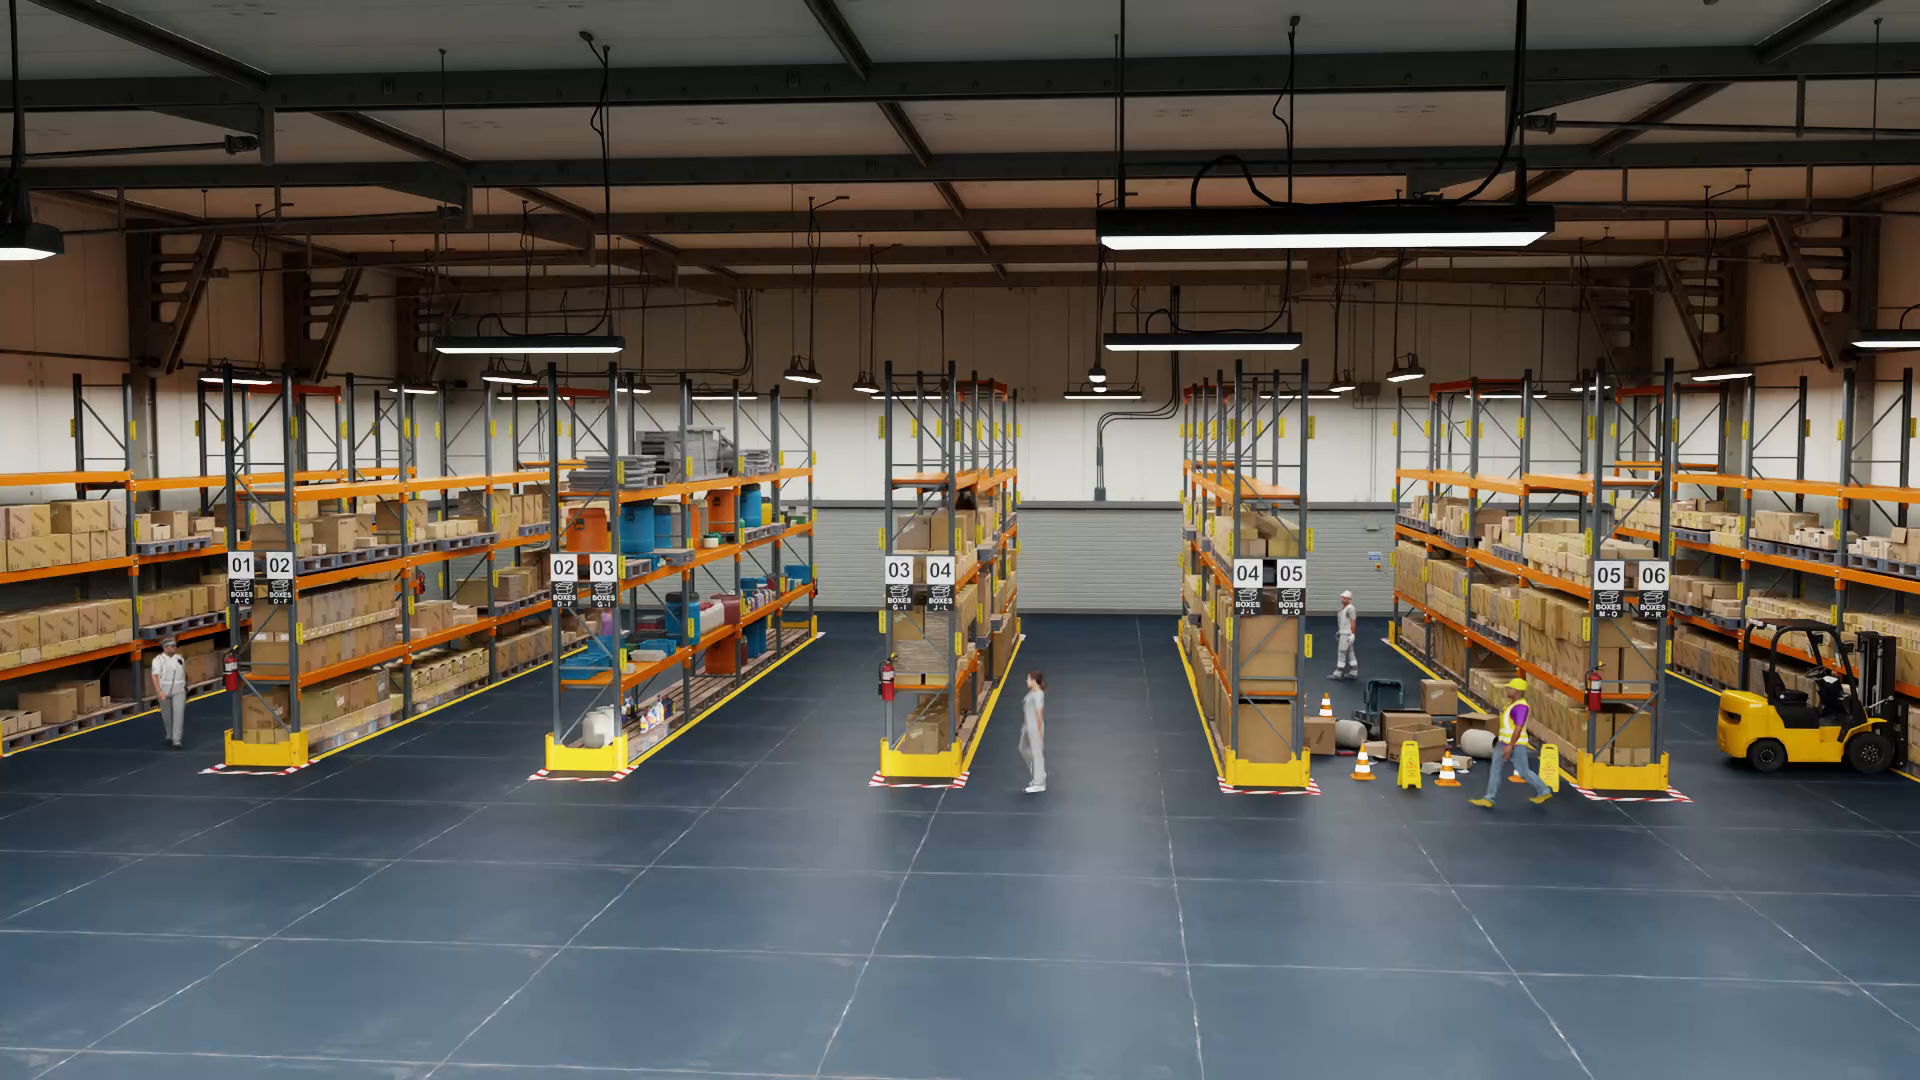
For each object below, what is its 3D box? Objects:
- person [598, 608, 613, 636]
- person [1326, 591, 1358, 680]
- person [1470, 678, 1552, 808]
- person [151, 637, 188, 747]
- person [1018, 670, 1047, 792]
[{"bbox_3d":[-7.100,1.992,33.697,0.445,1.558,0.703,0,4,0],"label":"person"},{"bbox_3d":[7.704,1.911,33.529,0.633,1.782,0.586,1,4,11],"label":"person"},{"bbox_3d":[7.335,2.693,22.009,1.029,1.736,0.526,-1,4,-16],"label":"person"},{"bbox_3d":[-12.551,2.401,26.442,0.519,1.731,1.028,-1,4,-18],"label":"person"},{"bbox_3d":[1.045,2.632,23.124,0.401,1.681,0.536,-1,4,-11],"label":"person"}]
